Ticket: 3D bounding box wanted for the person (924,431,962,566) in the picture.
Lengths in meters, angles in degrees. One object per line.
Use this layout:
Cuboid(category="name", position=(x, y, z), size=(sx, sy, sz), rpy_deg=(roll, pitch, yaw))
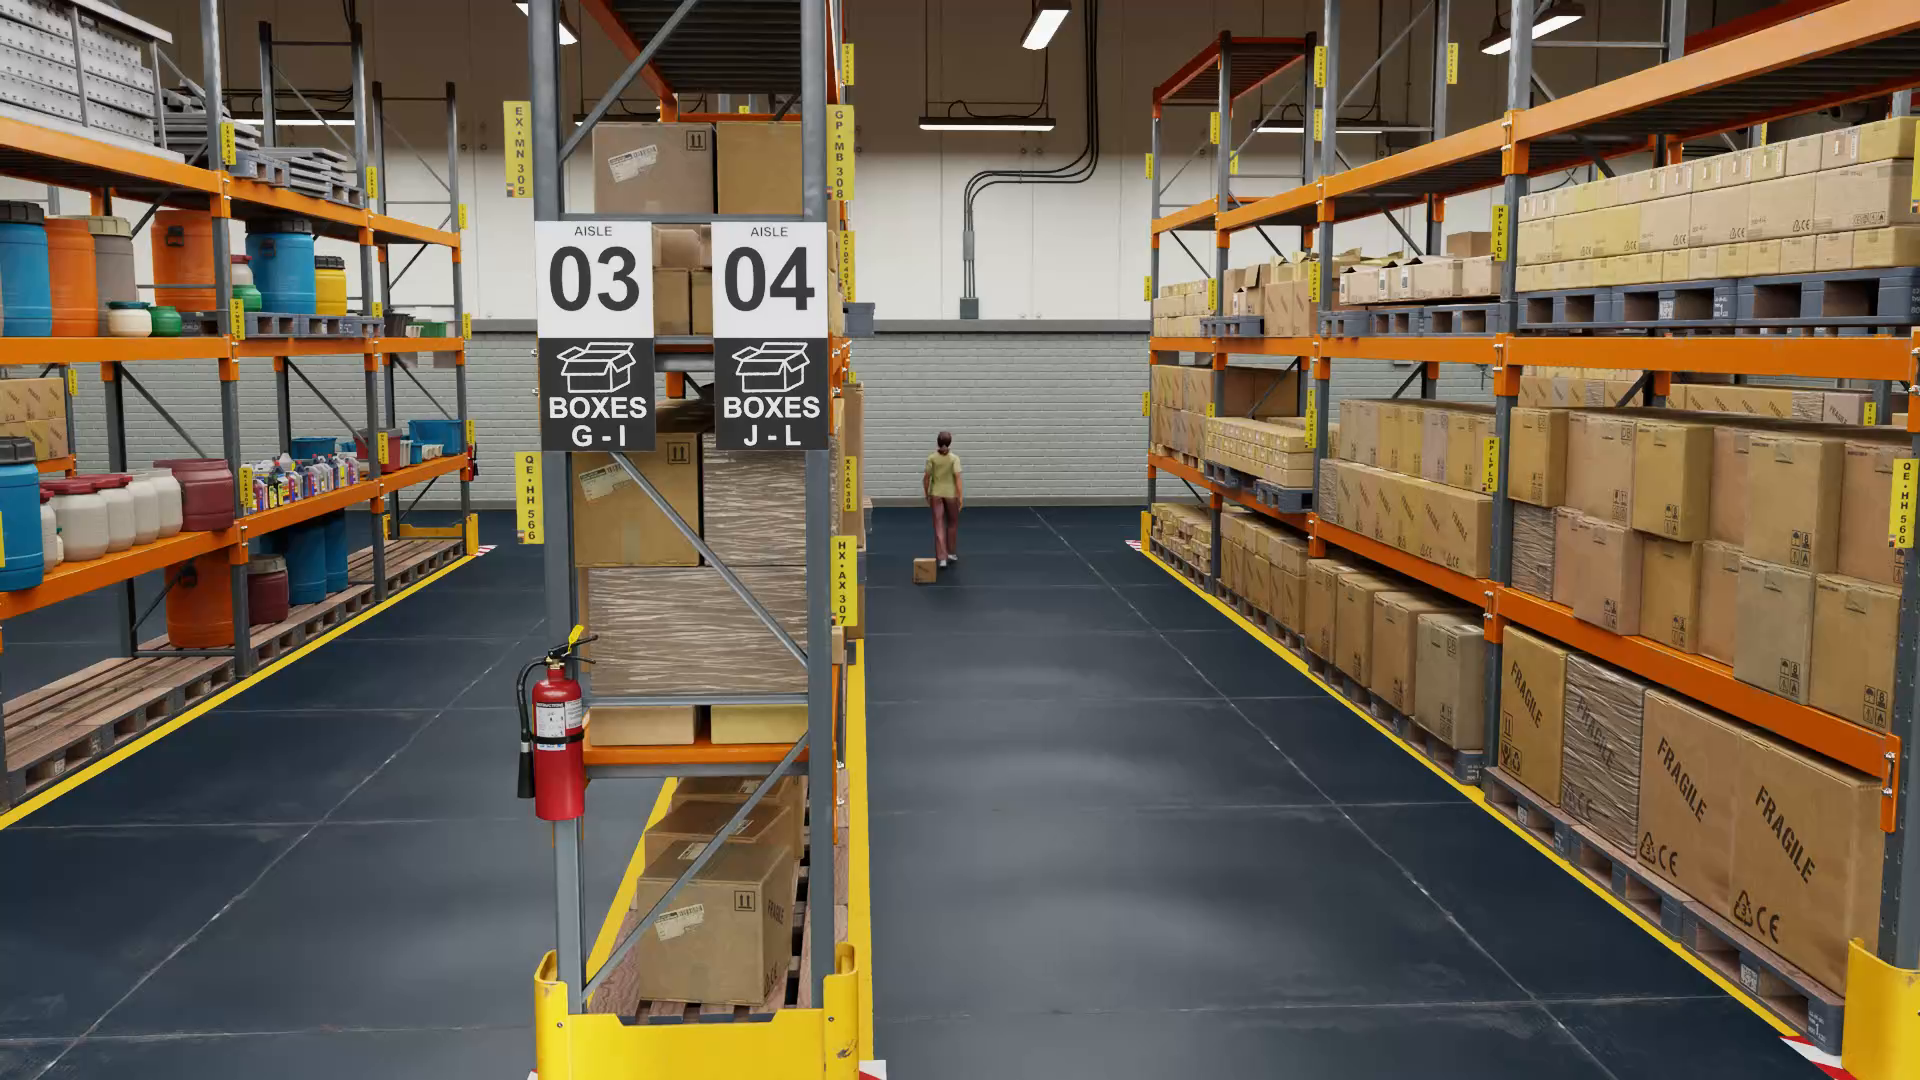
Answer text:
Cuboid(category="person", position=(-0.212, -0.524, 20.457), size=(0.471, 1.639, 0.887), rpy_deg=(0, 7, -1))
